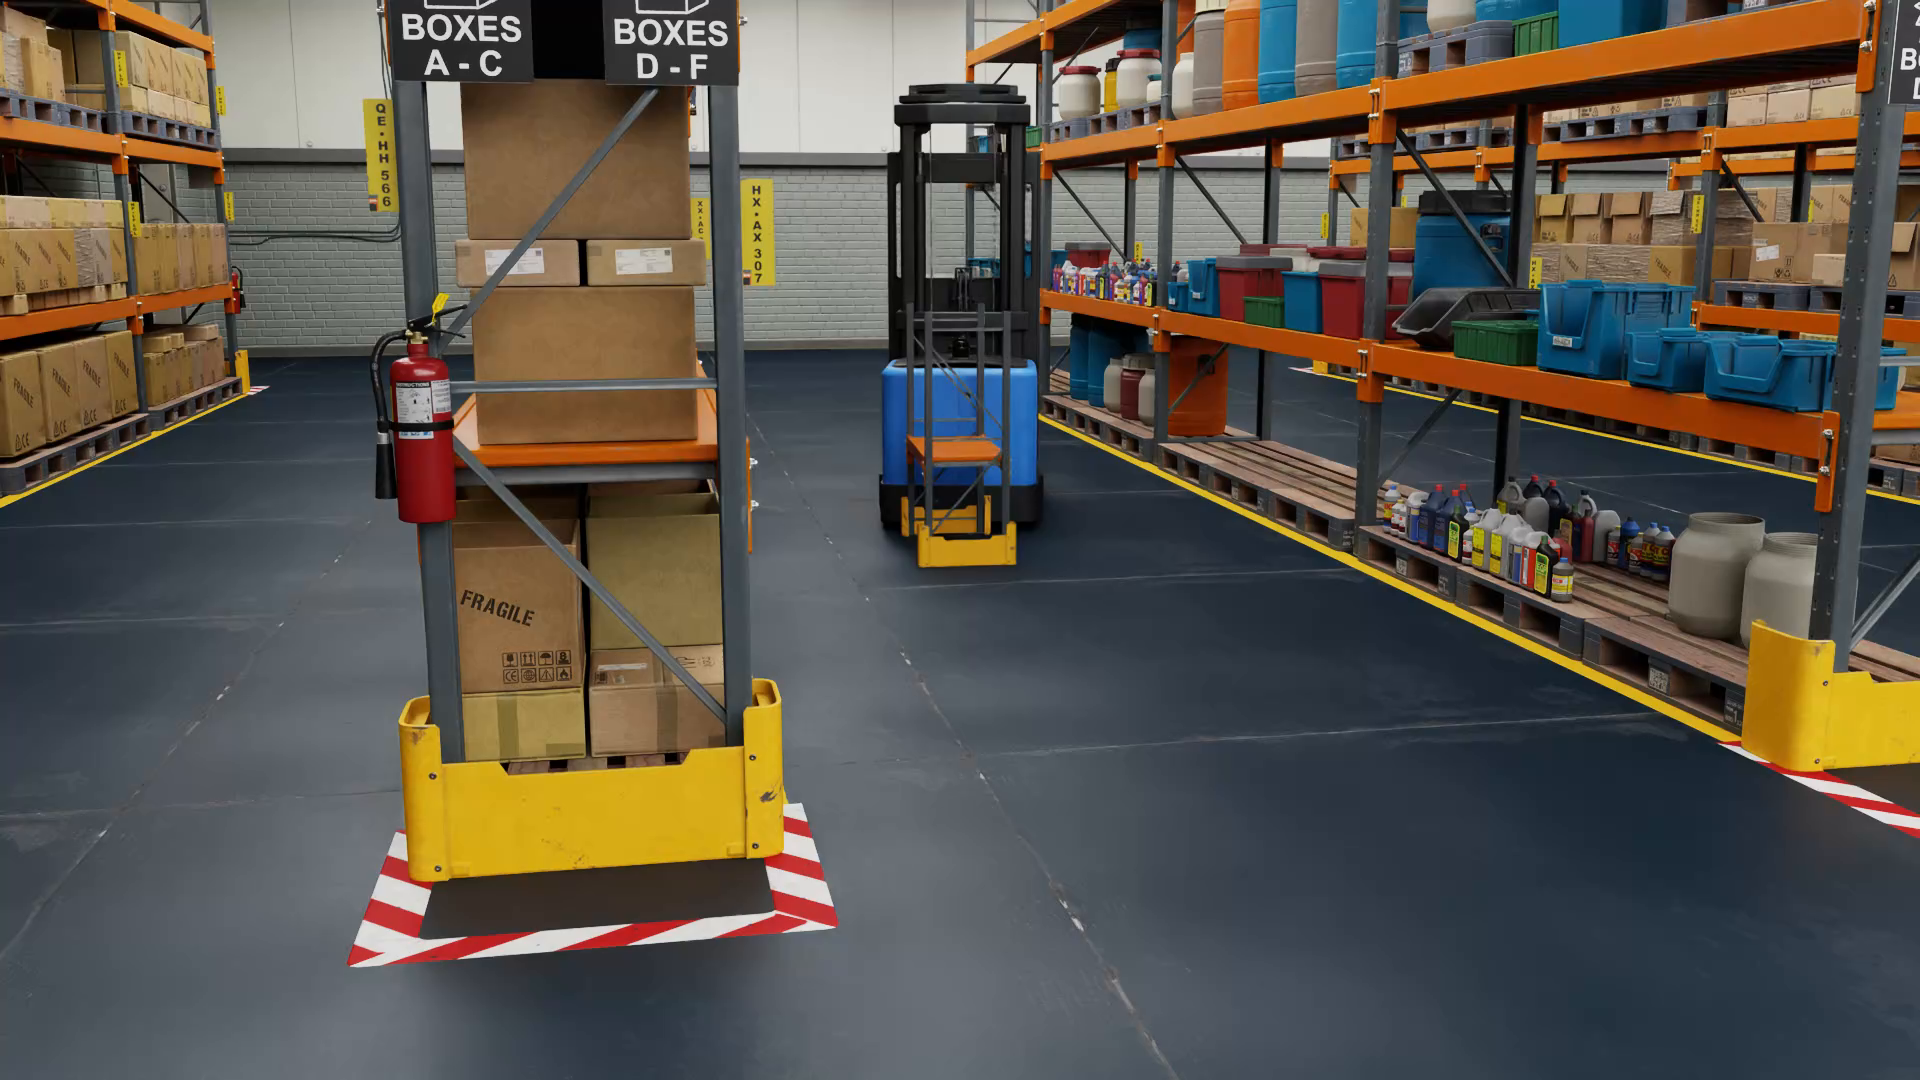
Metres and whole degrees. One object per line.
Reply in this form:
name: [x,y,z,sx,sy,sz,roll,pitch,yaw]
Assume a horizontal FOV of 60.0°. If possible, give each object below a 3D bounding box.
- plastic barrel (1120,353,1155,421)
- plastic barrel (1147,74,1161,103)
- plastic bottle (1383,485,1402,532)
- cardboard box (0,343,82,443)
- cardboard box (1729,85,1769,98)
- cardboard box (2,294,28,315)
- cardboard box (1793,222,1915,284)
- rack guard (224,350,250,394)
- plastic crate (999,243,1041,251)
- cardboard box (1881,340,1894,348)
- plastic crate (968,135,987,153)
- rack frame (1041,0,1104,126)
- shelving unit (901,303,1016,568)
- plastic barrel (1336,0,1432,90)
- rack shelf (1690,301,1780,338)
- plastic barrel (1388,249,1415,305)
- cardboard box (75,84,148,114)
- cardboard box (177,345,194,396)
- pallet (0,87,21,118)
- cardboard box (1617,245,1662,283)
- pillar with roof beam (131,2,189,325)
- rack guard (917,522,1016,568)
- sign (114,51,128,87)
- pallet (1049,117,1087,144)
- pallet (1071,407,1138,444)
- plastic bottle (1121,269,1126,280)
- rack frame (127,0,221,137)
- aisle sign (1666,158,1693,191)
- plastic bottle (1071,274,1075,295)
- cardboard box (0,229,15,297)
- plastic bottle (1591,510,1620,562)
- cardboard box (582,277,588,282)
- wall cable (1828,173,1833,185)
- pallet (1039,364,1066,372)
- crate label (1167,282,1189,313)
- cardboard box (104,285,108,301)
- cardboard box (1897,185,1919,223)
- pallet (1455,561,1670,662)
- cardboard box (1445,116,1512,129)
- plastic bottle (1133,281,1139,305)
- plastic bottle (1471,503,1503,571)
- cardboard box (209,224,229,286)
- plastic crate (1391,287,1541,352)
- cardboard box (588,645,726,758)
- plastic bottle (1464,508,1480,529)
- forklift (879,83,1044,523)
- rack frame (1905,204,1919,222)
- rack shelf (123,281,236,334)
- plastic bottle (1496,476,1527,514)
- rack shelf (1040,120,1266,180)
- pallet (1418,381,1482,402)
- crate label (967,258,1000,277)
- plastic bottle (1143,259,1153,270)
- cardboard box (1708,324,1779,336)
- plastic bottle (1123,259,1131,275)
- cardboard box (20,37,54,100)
plastic barrel: [1.799,-1.436,15.545,0.600,0.588,0.708,-2,11,-11]
plastic barrel: [1.778,-3.921,14.501,0.301,0.262,0.301,0,11,0]
plastic bottle: [2.541,-0.186,9.771,0.097,0.271,0.097,0,11,0]
cardboard box: [-7.766,-1.209,13.651,0.750,0.750,0.750,-2,11,-11]
cardboard box: [6.828,-3.971,13.910,0.500,0.500,0.500,-2,11,-10]
cardboard box: [-7.433,-1.811,12.810,0.380,0.149,0.250,-2,11,-9]
cardboard box: [7.340,-2.357,13.669,0.700,0.500,0.500,0,11,-3]
rack guard: [-9.148,-2.002,19.876,1.175,0.500,0.348,-2,11,-11]
plastic crate: [0.823,-3.578,21.216,0.616,0.435,0.499,-2,11,-11]
cardboard box: [11.232,-2.363,19.997,0.380,0.149,0.250,-2,11,-9]
plastic crate: [0.376,-4.914,20.819,0.497,0.269,0.590,-2,11,-11]
rack frame: [1.353,-5.799,17.096,1.000,3.000,0.127,-2,11,-11]
shelving unit: [-0.026,-0.679,10.255,0.587,1.500,1.083,-1,11,-8]
plastic barrel: [2.597,-3.190,10.069,0.600,0.901,0.708,-2,11,-11]
rack shelf: [6.600,-2.312,16.743,1.077,0.370,4.000,-2,11,-11]
plastic barrel: [2.938,-1.635,10.899,0.433,0.535,0.433,0,11,0]
cardboard box: [-8.241,-4.283,16.165,0.500,0.250,0.500,-2,11,-11]
cardboard box: [-8.602,-1.797,17.679,0.700,0.500,0.500,-2,11,-10]
pallet: [-7.764,-3.255,12.257,1.213,0.211,1.003,-2,11,-8]
cardboard box: [6.559,-2.521,15.649,0.500,0.500,0.500,-2,11,-12]
pillar with roof beam: [-6.294,-6.793,22.317,9.100,9.000,0.400,-2,11,-11]
rack guard: [0.041,0.027,9.887,0.587,0.250,0.087,-1,11,-8]
sign: [-7.835,-4.395,15.519,0.100,0.325,0.005,-2,11,-11]
pallet: [1.601,-4.092,16.658,1.213,0.211,1.003,-2,11,-11]
pallet: [1.703,-1.115,15.988,1.003,0.211,1.213,-2,11,-11]
plastic bottle: [1.517,-2.368,15.429,0.061,0.283,0.133,-2,11,-11]
rack frame: [-9.143,-6.172,19.058,1.000,3.000,0.127,-2,11,-11]
aisle sign: [10.010,-5.207,23.078,0.394,0.787,0.004,-2,11,-11]
plastic bottle: [1.155,-2.548,16.593,0.097,0.201,0.097,0,11,0]
cardboard box: [-7.431,-2.061,12.388,0.500,0.500,0.500,-2,11,-9]
plastic bottle: [3.445,-0.031,8.943,0.152,0.276,0.135,-2,11,-10]
cardboard box: [-1.358,-0.703,6.099,0.700,0.500,0.500,-2,11,-10]
wall cable: [15.423,-5.712,29.967,0.588,1.984,0.122,-2,11,-11]
pallet: [0.697,-2.063,20.970,1.003,0.211,1.213,-2,11,-11]
crate label: [1.845,-1.945,13.341,0.303,0.233,0.416,-2,11,-11]
cardboard box: [-7.943,-2.232,15.017,0.380,0.149,0.250,-2,11,-9]
cardboard box: [11.247,-3.972,19.804,0.500,0.500,0.500,-2,11,-10]
pallet: [3.239,0.334,8.376,1.003,0.211,1.213,-2,11,-11]
cardboard box: [6.000,-4.951,19.008,0.700,0.500,0.500,-3,11,-14]
plastic bottle: [1.565,-2.161,14.560,0.097,0.201,0.097,0,11,0]
plastic bottle: [2.778,-0.024,8.706,0.144,0.351,0.185,-2,11,-11]
cardboard box: [-9.034,-3.279,19.101,0.980,0.700,0.700,-2,11,-8]
plastic crate: [2.886,-1.253,9.425,0.767,0.338,0.504,-2,11,-11]
cardboard box: [-1.059,0.567,5.928,0.500,0.250,0.500,-2,11,-11]
plastic bottle: [2.761,-0.037,8.989,0.097,0.271,0.097,0,11,0]
forklift: [0.035,-1.774,12.179,1.130,2.935,3.031,0,11,1]
rack frame: [11.096,-3.194,19.454,1.000,3.000,0.127,-2,11,-11]
rack shelf: [-8.754,-2.505,17.759,1.077,0.370,4.000,-2,11,-11]
plastic bottle: [3.175,-0.186,9.562,0.144,0.351,0.185,-2,11,-11]
rack shelf: [1.742,-3.605,15.517,1.077,0.370,4.000,-2,11,-11]
pallet: [6.140,-1.804,19.612,1.003,0.211,1.213,-2,11,-11]
crate label: [0.300,-3.475,21.221,0.416,0.233,0.303,-2,11,-11]
plastic bottle: [1.888,-2.637,16.660,0.144,0.351,0.185,-2,11,-11]
cardboard box: [6.875,-1.588,15.577,1.225,0.875,0.875,-3,11,-14]
plastic bottle: [1.711,-2.666,16.811,0.144,0.351,0.185,-2,11,-11]
cardboard box: [-8.130,-3.965,14.040,0.700,0.500,0.500,-2,11,-12]
